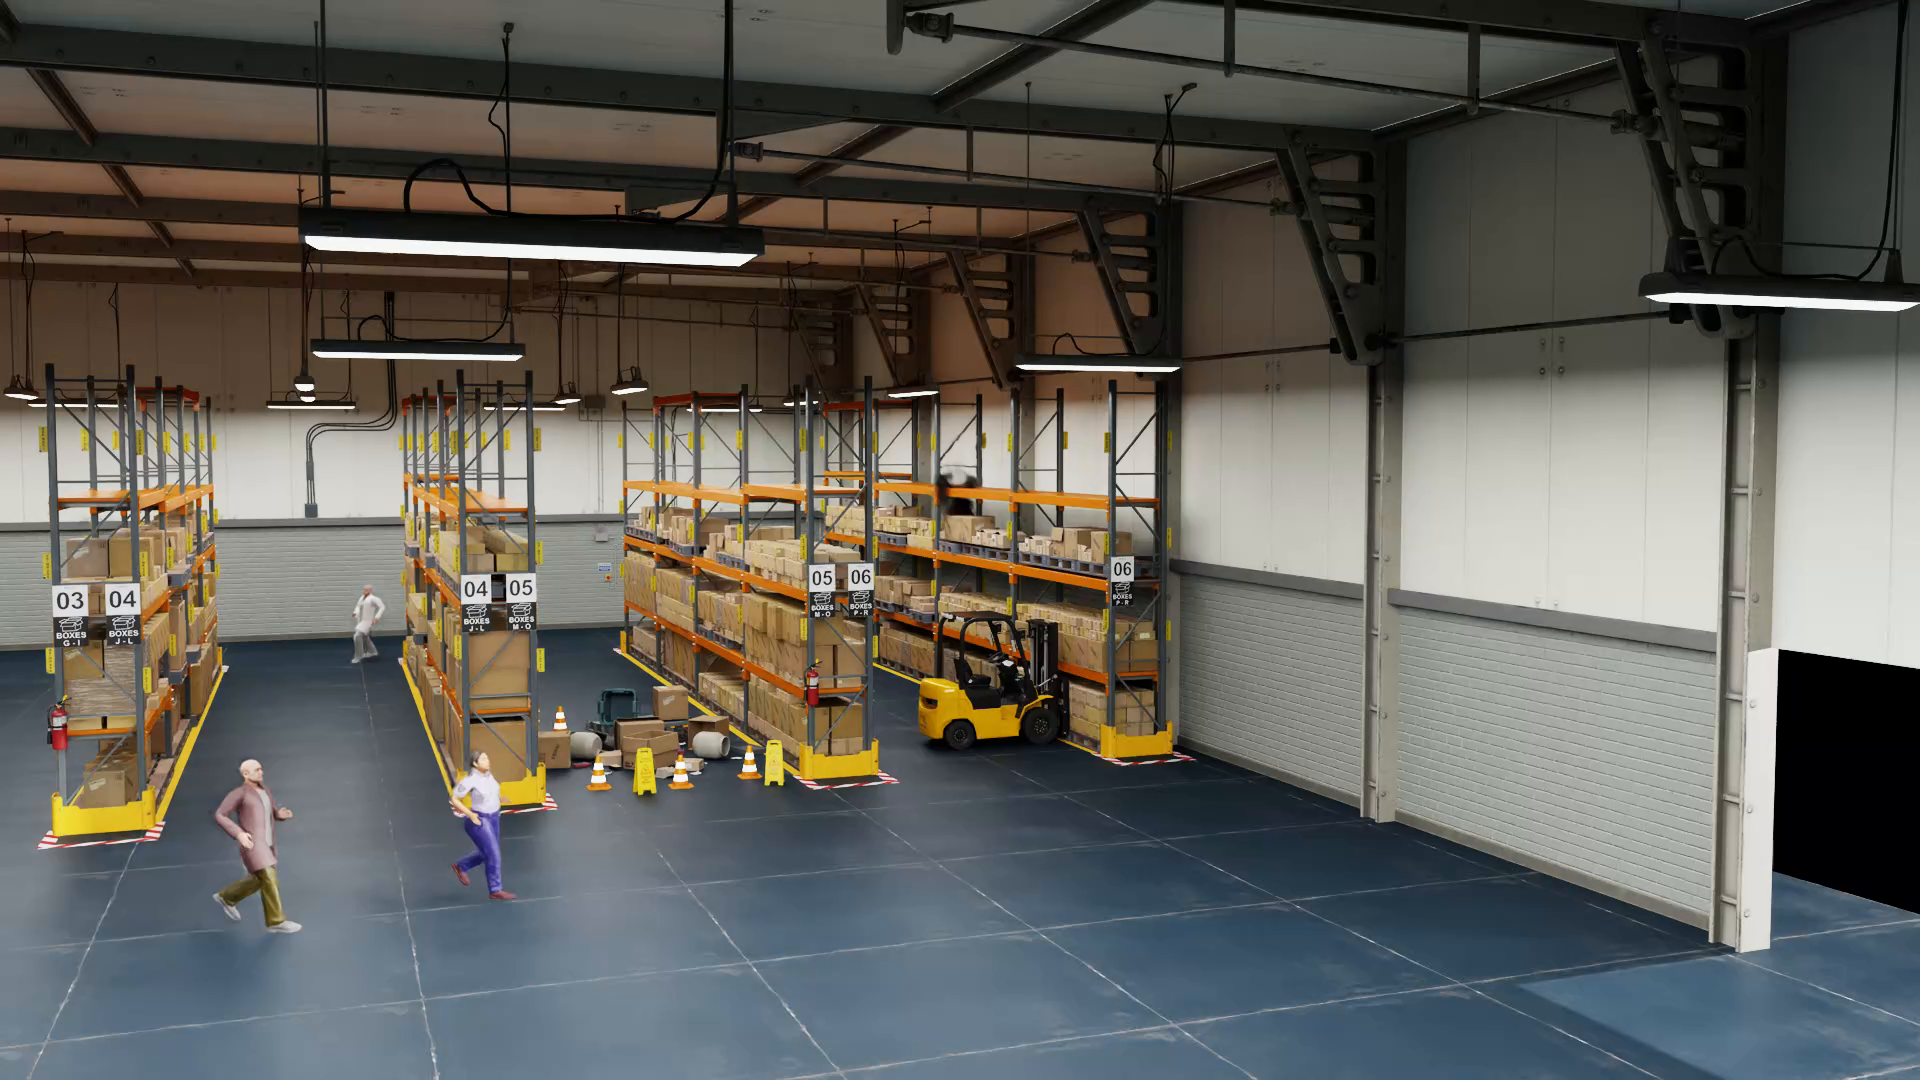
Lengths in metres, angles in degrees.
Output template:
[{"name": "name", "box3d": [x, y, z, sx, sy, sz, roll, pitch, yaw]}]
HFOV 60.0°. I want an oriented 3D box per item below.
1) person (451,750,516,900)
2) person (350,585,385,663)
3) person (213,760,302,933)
[{"name": "person", "box3d": [-5.266, 3.123, 18.293, 0.843, 1.606, 0.619, 1, 3, 16]}, {"name": "person", "box3d": [-13.539, 1.922, 37.993, 0.770, 1.808, 0.721, 3, 4, 39]}, {"name": "person", "box3d": [-7.202, 3.115, 16.971, 1.021, 1.754, 0.715, 0, 3, 8]}]
